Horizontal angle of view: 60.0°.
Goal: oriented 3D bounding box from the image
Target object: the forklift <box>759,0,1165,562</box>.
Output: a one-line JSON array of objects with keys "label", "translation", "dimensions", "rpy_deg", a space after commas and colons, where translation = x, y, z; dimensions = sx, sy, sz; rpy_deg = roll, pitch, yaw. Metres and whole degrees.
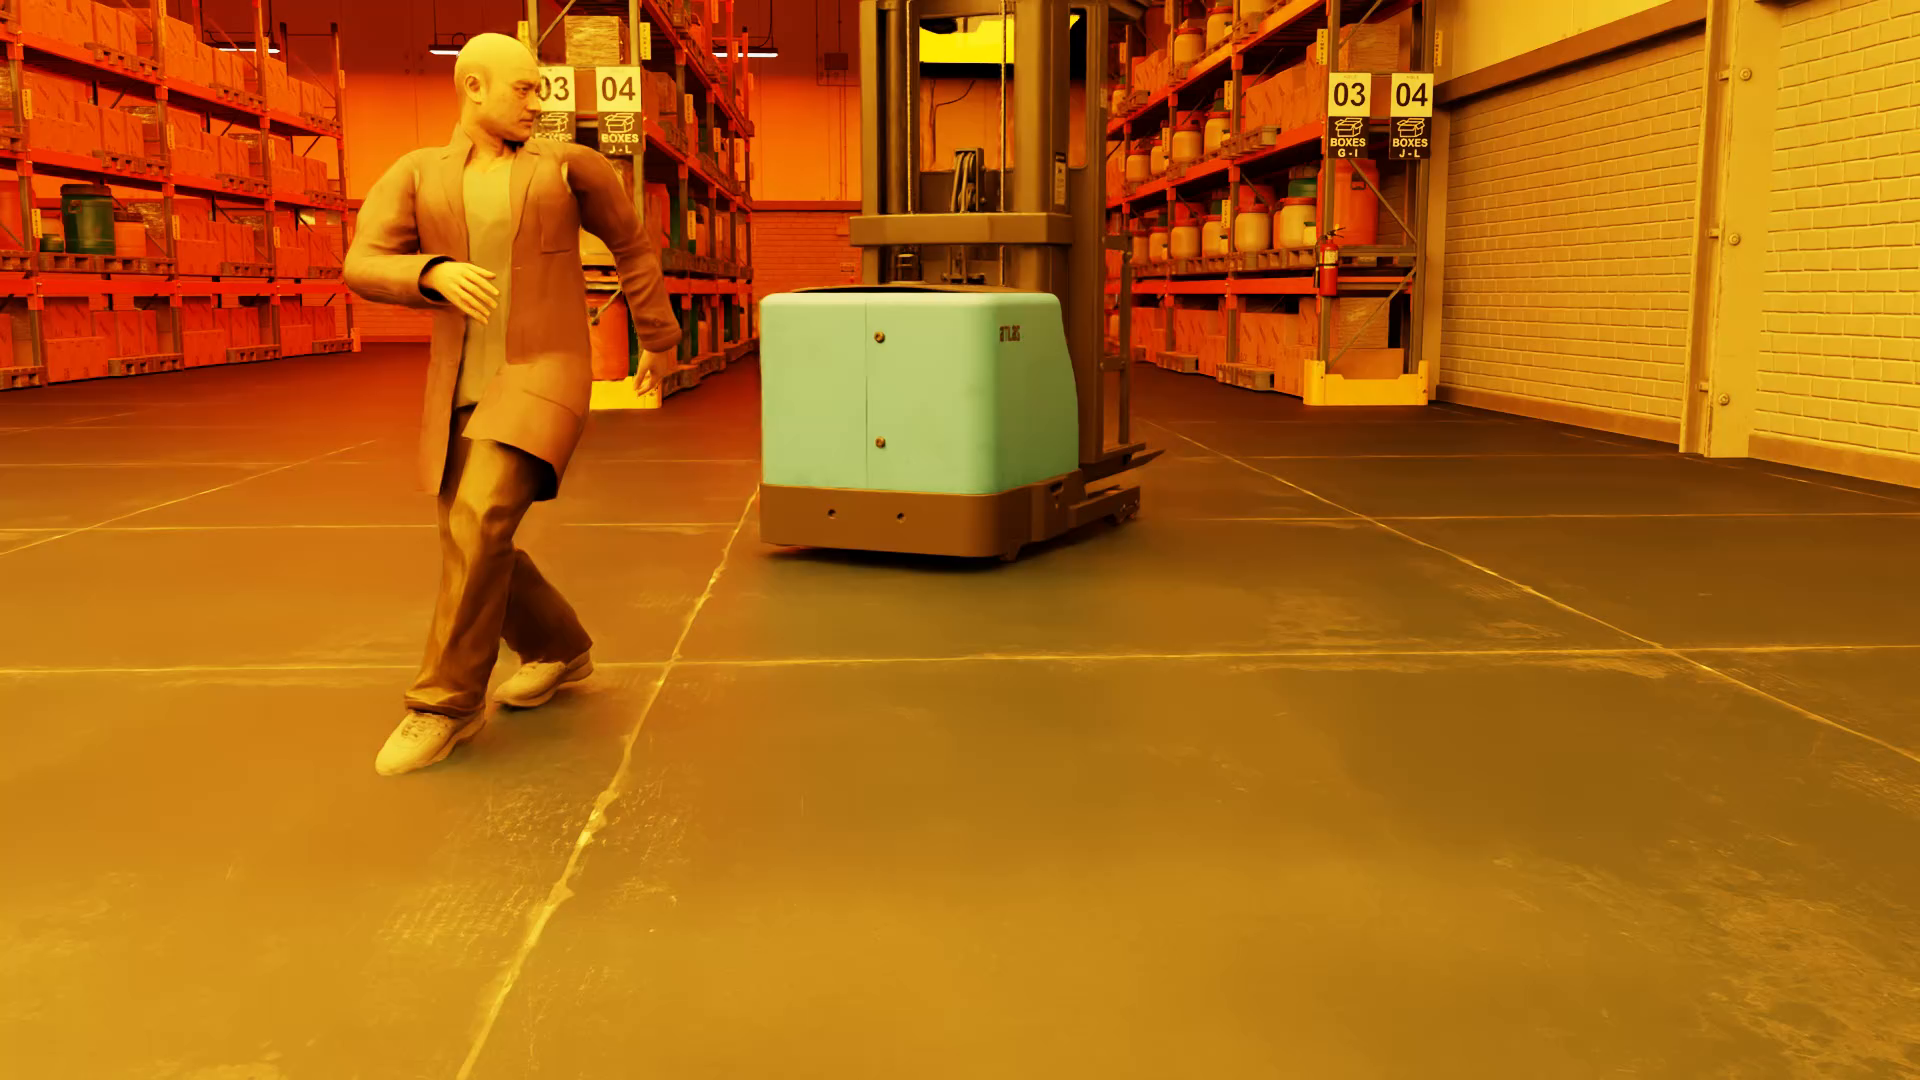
[{"label": "forklift", "translation": [0.223, -1.542, 7.716], "dimensions": [1.130, 2.935, 3.031], "rpy_deg": [4, 9, 23]}]

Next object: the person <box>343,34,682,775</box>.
[{"label": "person", "translation": [-1.135, -0.368, 4.103], "dimensions": [0.609, 1.716, 1.022], "rpy_deg": [2, 9, 13]}]
